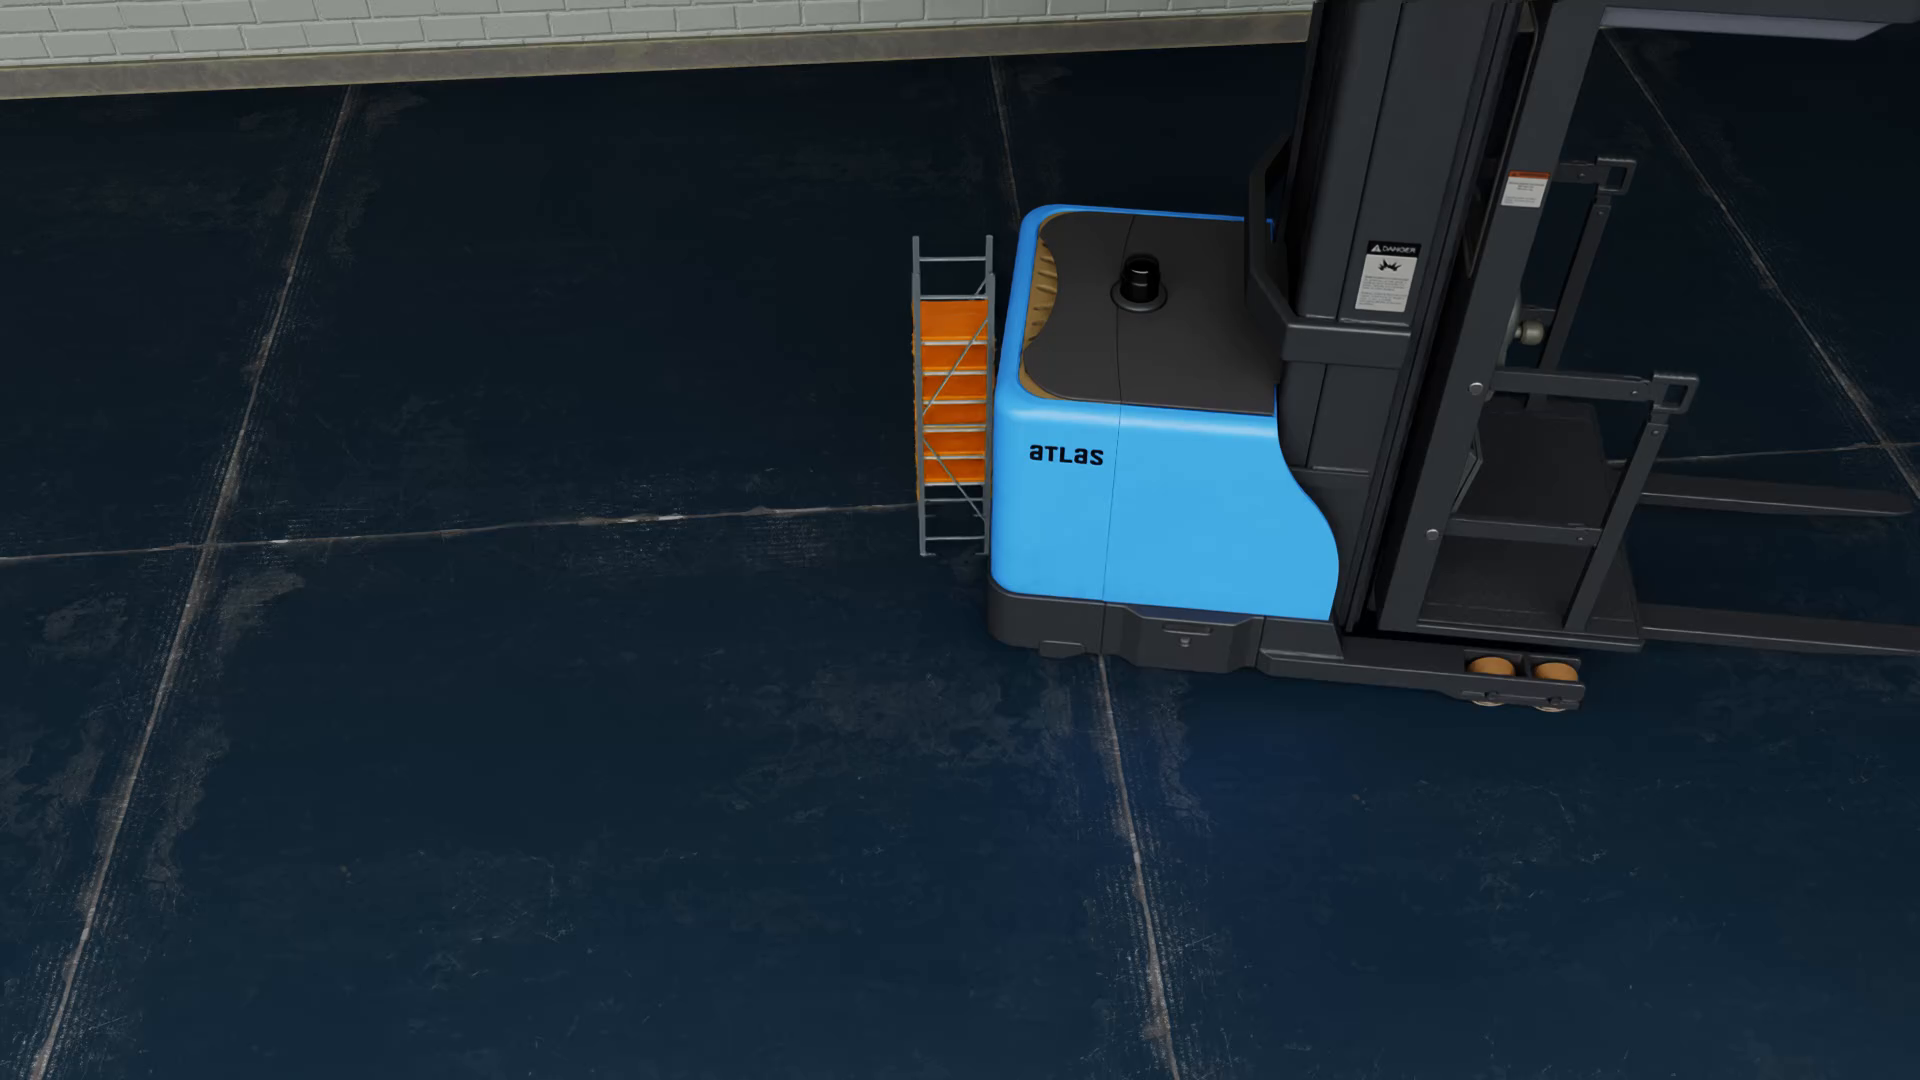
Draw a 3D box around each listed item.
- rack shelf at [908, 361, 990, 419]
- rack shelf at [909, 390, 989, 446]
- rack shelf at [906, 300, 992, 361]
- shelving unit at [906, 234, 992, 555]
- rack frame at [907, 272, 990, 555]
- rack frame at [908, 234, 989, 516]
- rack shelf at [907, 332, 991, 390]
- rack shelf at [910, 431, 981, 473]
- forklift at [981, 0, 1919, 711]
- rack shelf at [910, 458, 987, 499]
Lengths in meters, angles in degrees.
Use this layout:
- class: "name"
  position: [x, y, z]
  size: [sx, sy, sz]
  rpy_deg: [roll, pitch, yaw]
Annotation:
- class: "rack shelf"
  position: [-0.034, -0.484, 5.278]
  size: [0.258, 0.103, 0.180]
  rpy_deg: [0, 47, 0]
- class: "rack shelf"
  position: [-0.034, -0.401, 5.365]
  size: [0.258, 0.103, 0.180]
  rpy_deg: [0, 47, 0]
- class: "rack shelf"
  position: [-0.034, -0.649, 5.103]
  size: [0.258, 0.103, 0.180]
  rpy_deg: [0, 47, 0]
- class: "shelving unit"
  position: [-0.034, -0.432, 5.332]
  size: [0.258, 1.200, 0.189]
  rpy_deg: [0, 47, 0]
- class: "rack frame"
  position: [-0.034, -0.365, 5.269]
  size: [0.240, 1.200, 0.006]
  rpy_deg: [0, 47, 0]
- class: "rack frame"
  position: [-0.034, -0.498, 5.395]
  size: [0.240, 1.200, 0.006]
  rpy_deg: [0, 47, 0]
- class: "rack shelf"
  position: [-0.034, -0.566, 5.190]
  size: [0.258, 0.103, 0.180]
  rpy_deg: [0, 47, 0]
- class: "rack shelf"
  position: [-0.034, -0.319, 5.452]
  size: [0.258, 0.103, 0.180]
  rpy_deg: [0, 47, 0]
- class: "forklift"
  position: [1.621, -0.879, 4.564]
  size: [3.031, 2.935, 1.130]
  rpy_deg: [5, 47, 5]
- class: "rack shelf"
  position: [-0.034, -0.236, 5.539]
  size: [0.258, 0.103, 0.180]
  rpy_deg: [0, 47, 0]
